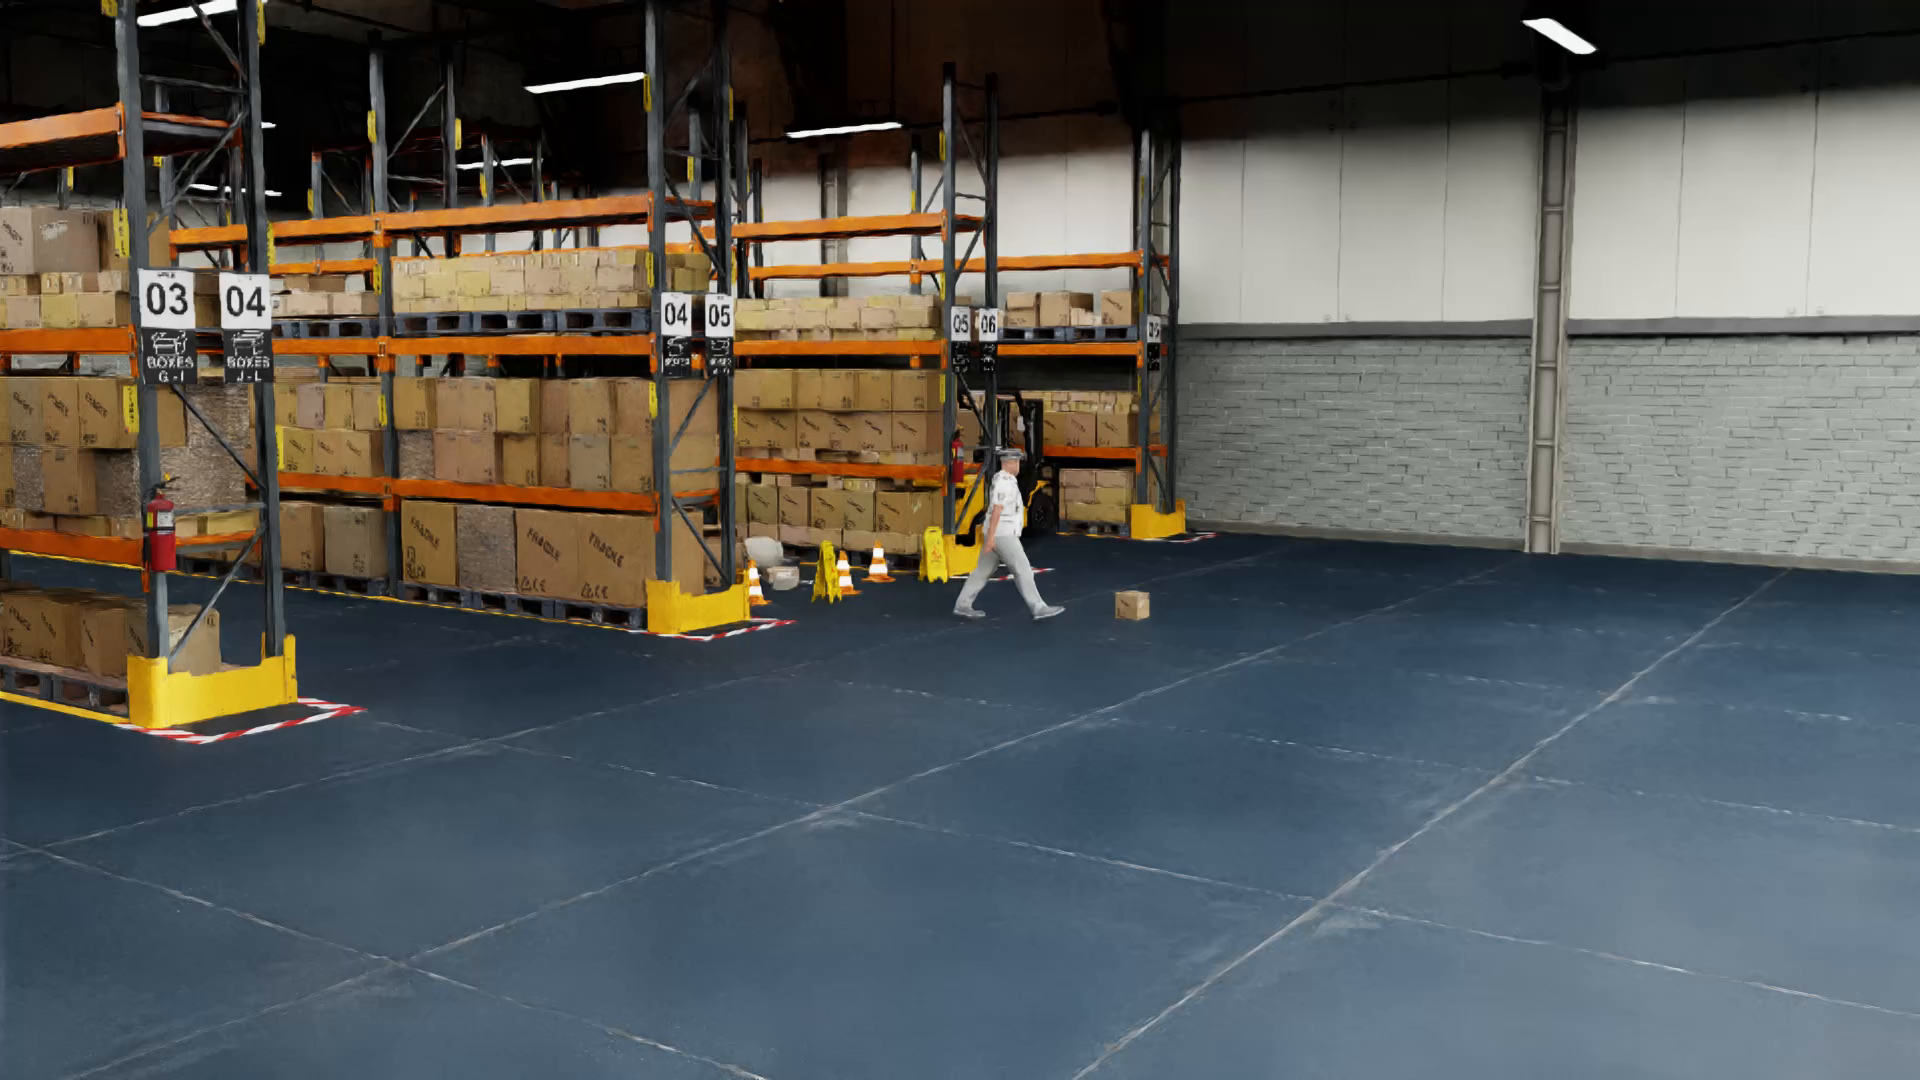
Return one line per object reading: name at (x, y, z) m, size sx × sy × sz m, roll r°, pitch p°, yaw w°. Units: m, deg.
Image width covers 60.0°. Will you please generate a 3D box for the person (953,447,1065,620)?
person at (0.476, -0.065, 16.372) m, size 1.072 × 1.685 × 0.604 m, roll -1°, pitch 6°, yaw -7°
